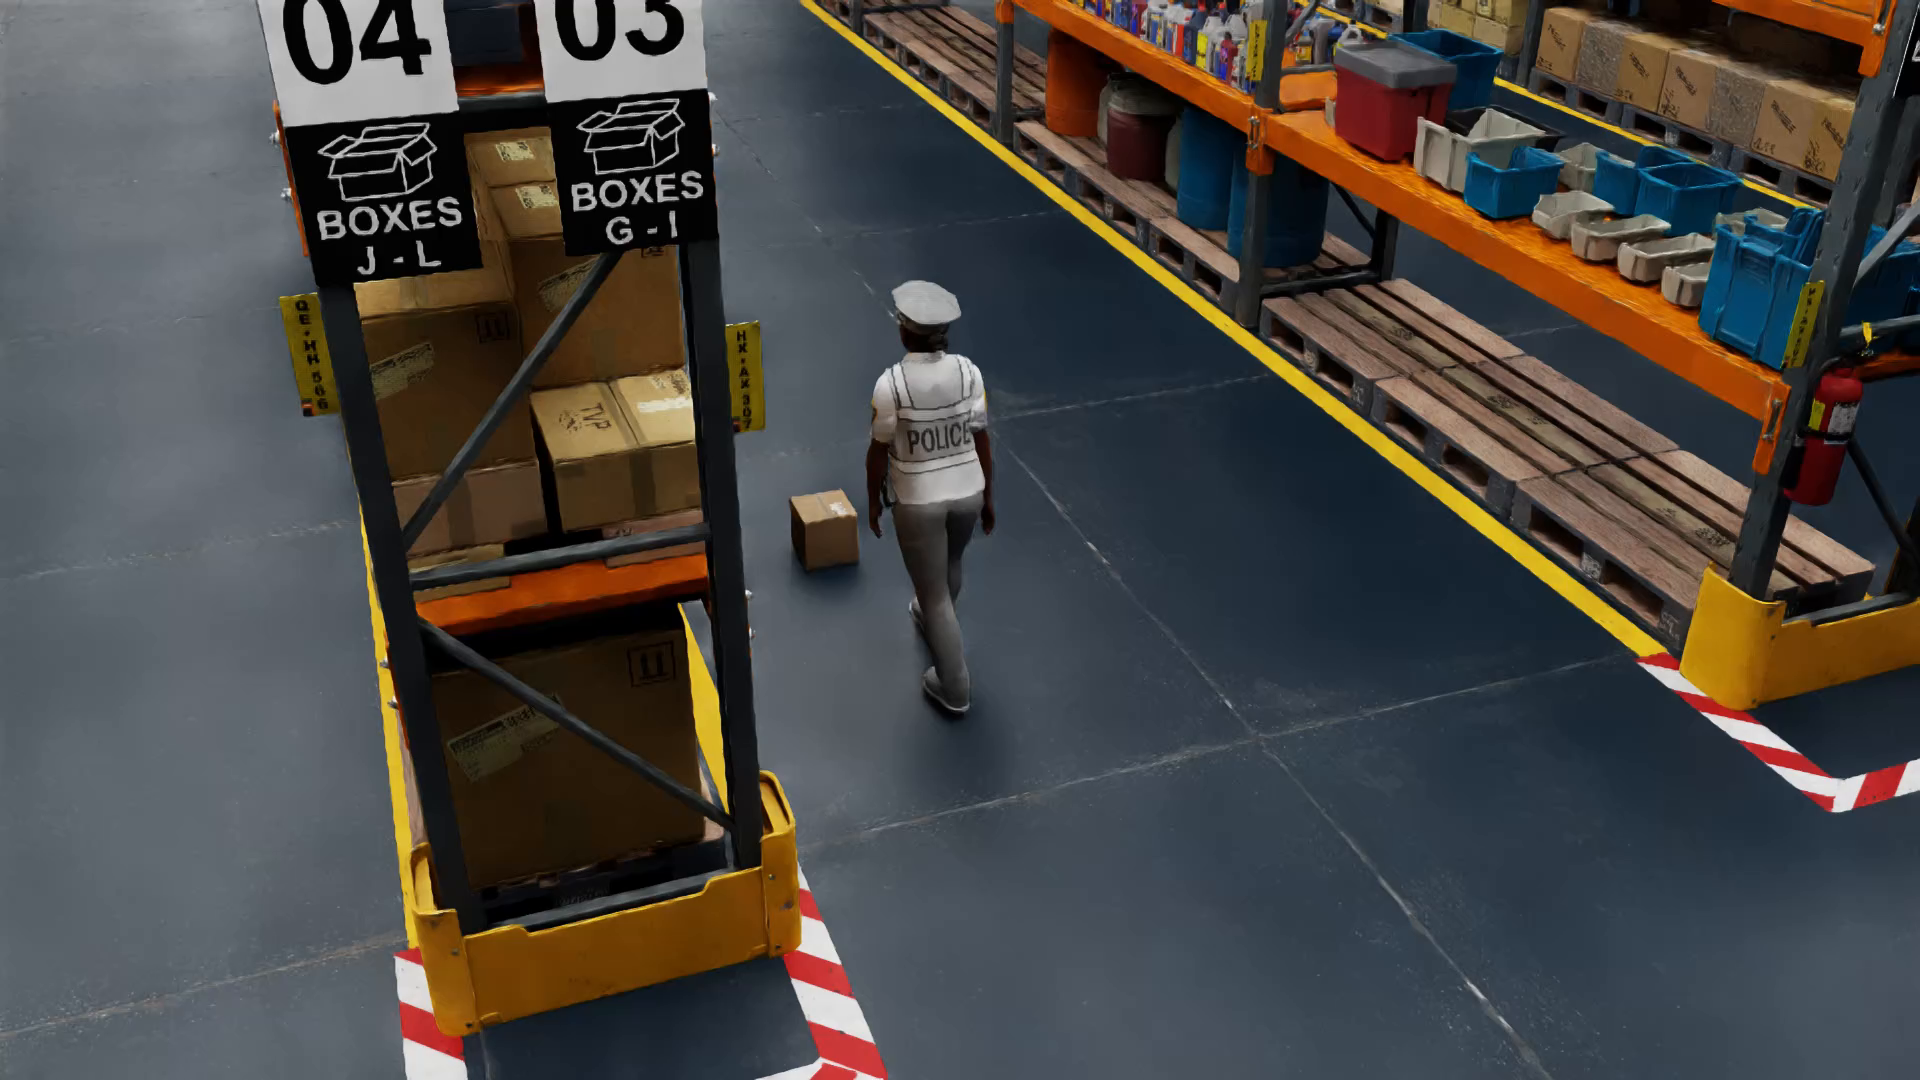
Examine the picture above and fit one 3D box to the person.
[{"bbox_3d":[-0.148,-0.206,6.447,0.467,1.642,0.792,-14,33,-22],"label":"person"}]
